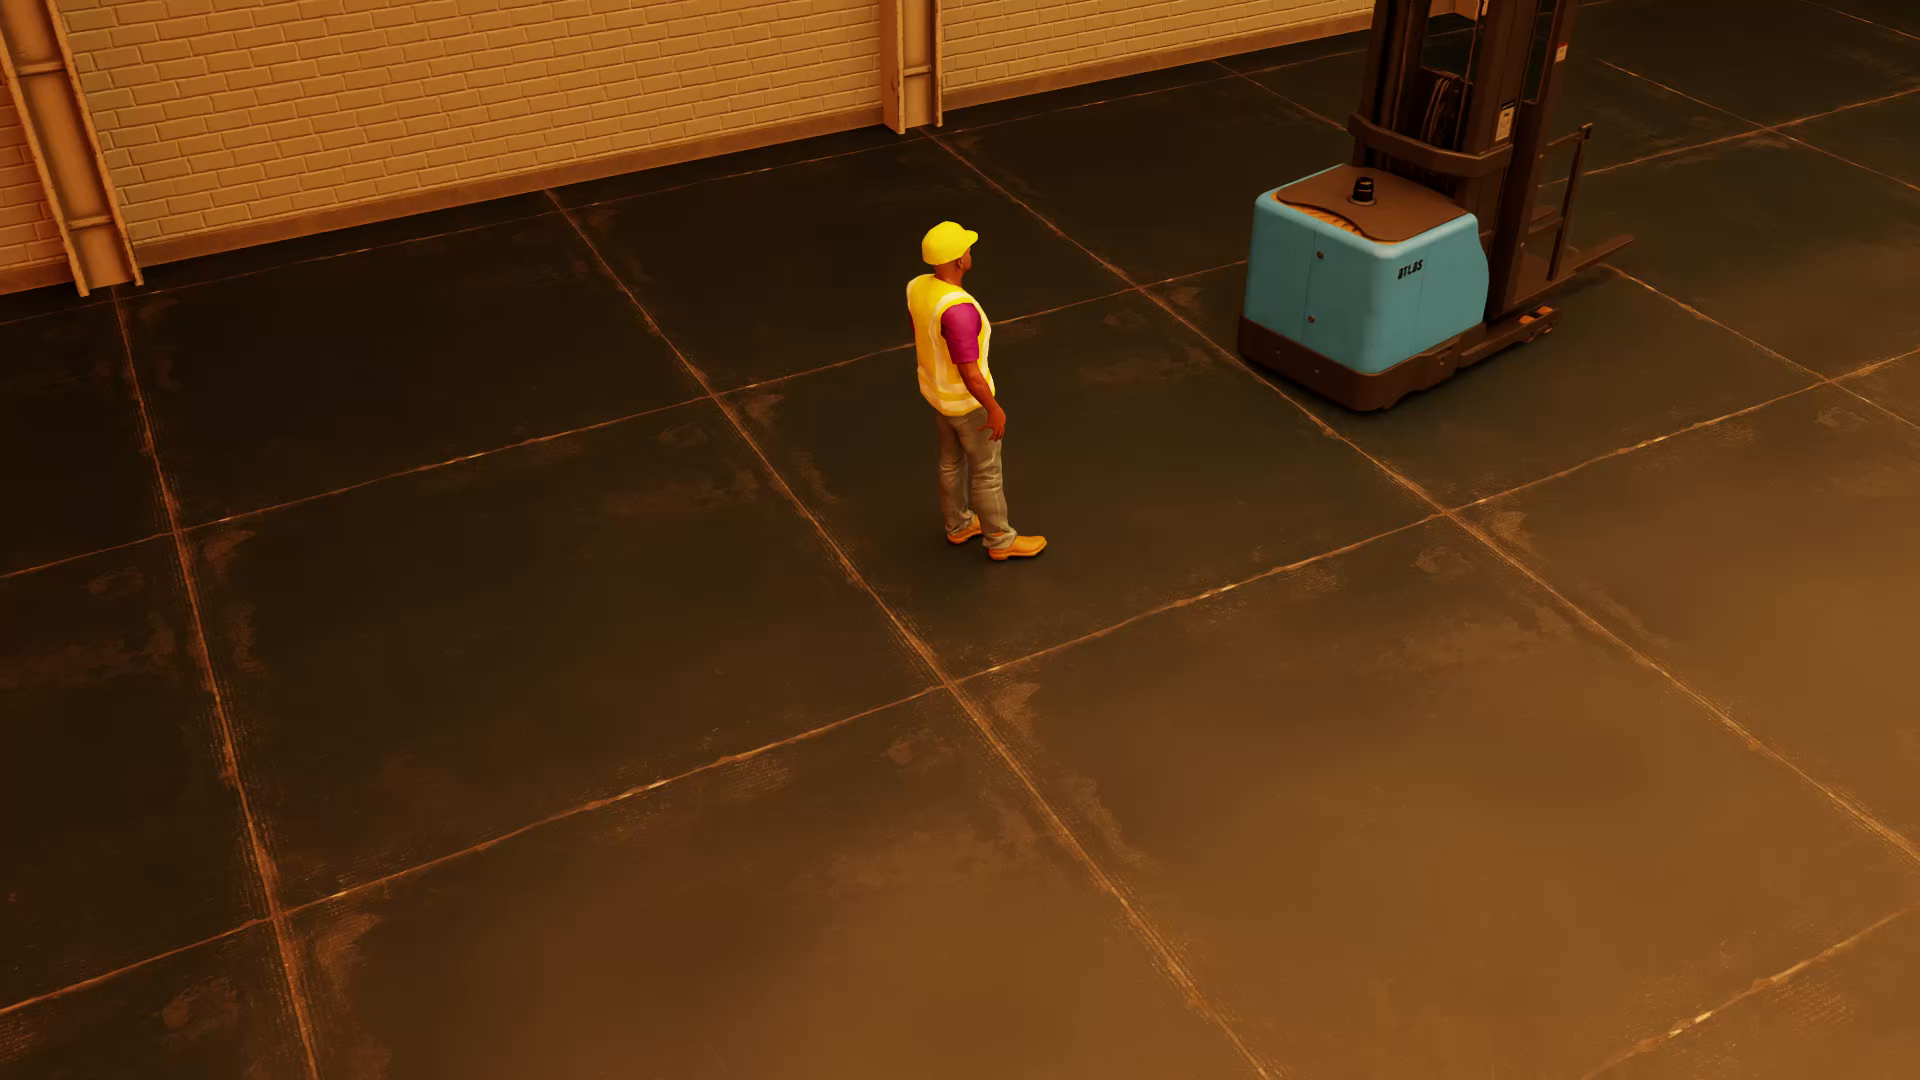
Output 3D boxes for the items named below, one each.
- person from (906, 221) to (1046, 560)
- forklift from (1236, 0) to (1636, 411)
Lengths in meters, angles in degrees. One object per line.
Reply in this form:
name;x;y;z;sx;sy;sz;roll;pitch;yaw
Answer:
person;0.065;-0.743;8.171;0.575;1.768;0.665;-17;39;-23
forklift;3.155;-2.642;9.861;3.031;2.935;1.130;-25;43;-31
